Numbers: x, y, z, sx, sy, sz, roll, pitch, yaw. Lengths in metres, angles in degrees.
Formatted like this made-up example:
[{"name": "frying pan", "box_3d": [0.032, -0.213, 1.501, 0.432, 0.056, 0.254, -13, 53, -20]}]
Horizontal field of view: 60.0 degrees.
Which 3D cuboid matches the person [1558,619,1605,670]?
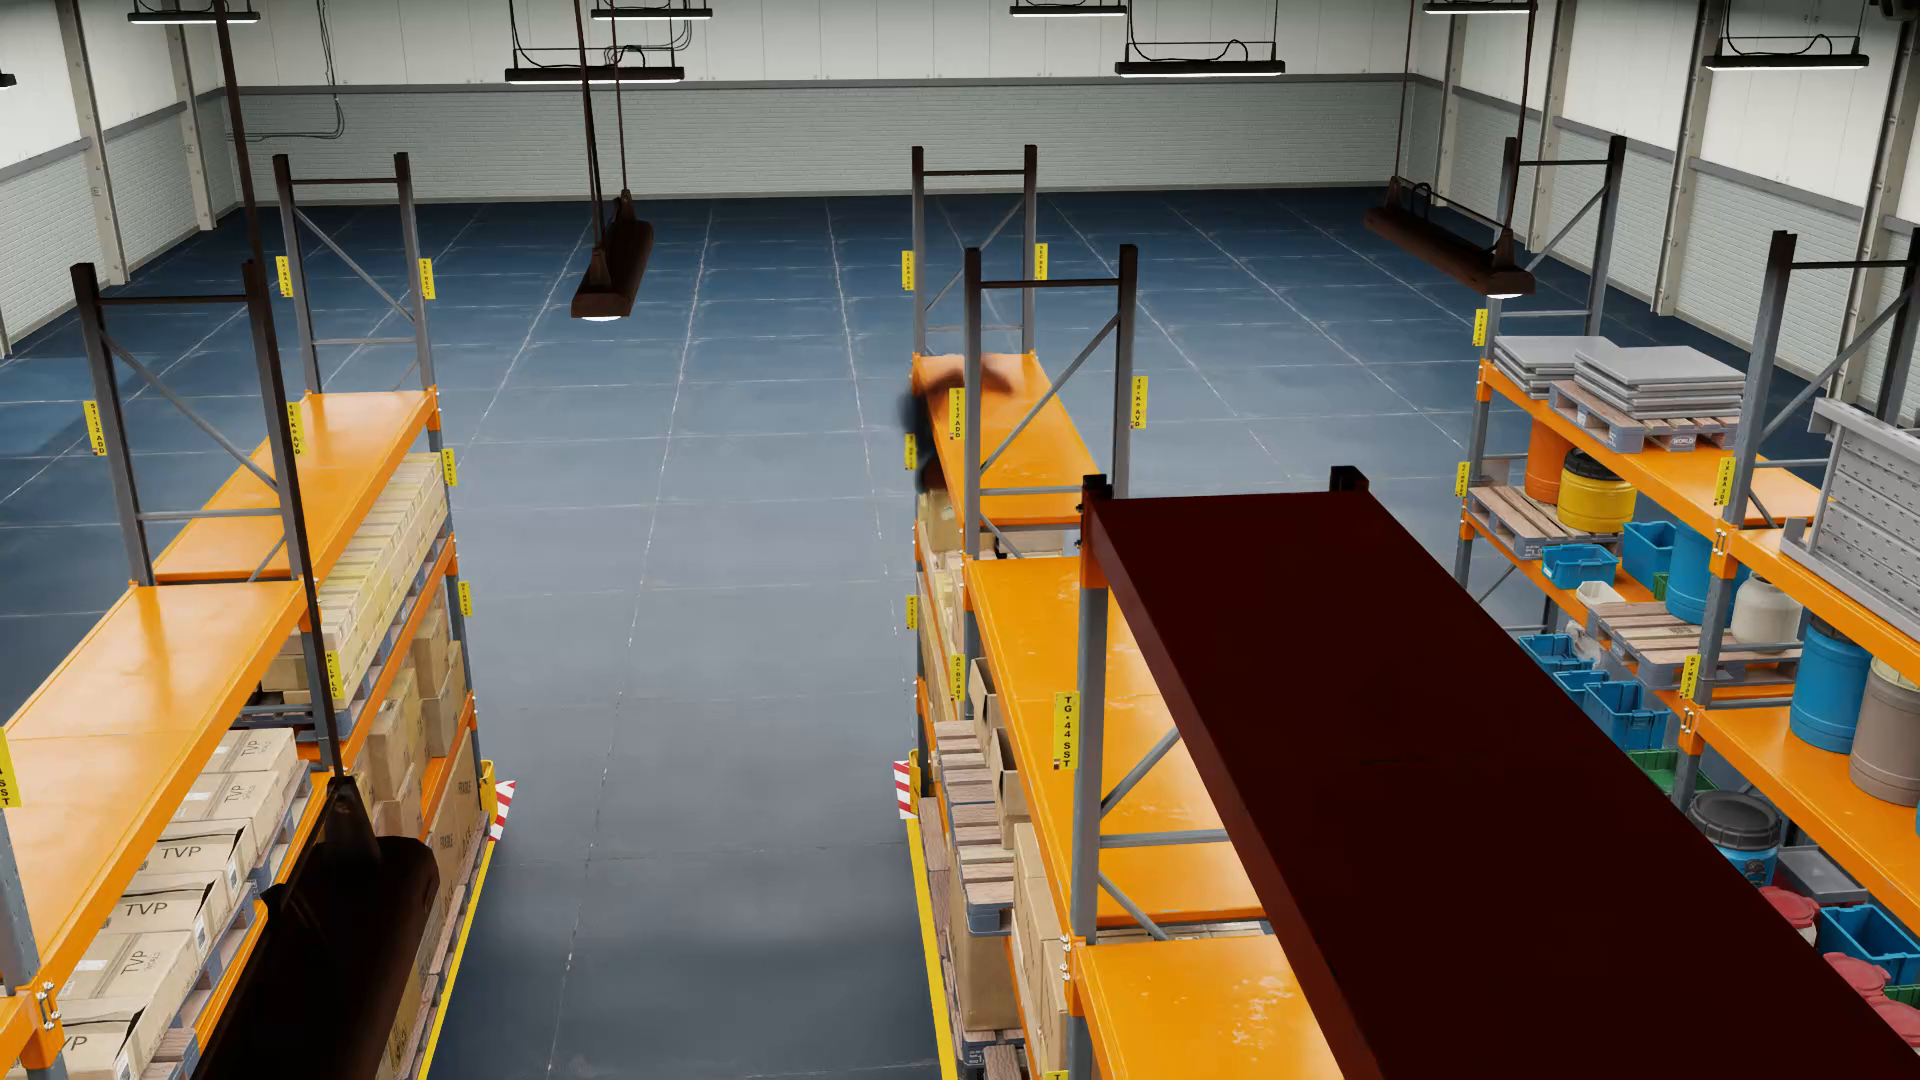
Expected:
[{"name": "person", "box_3d": [6.107, 1.240, 16.304, 0.566, 1.687, 0.659, -16, 27, -35]}]
